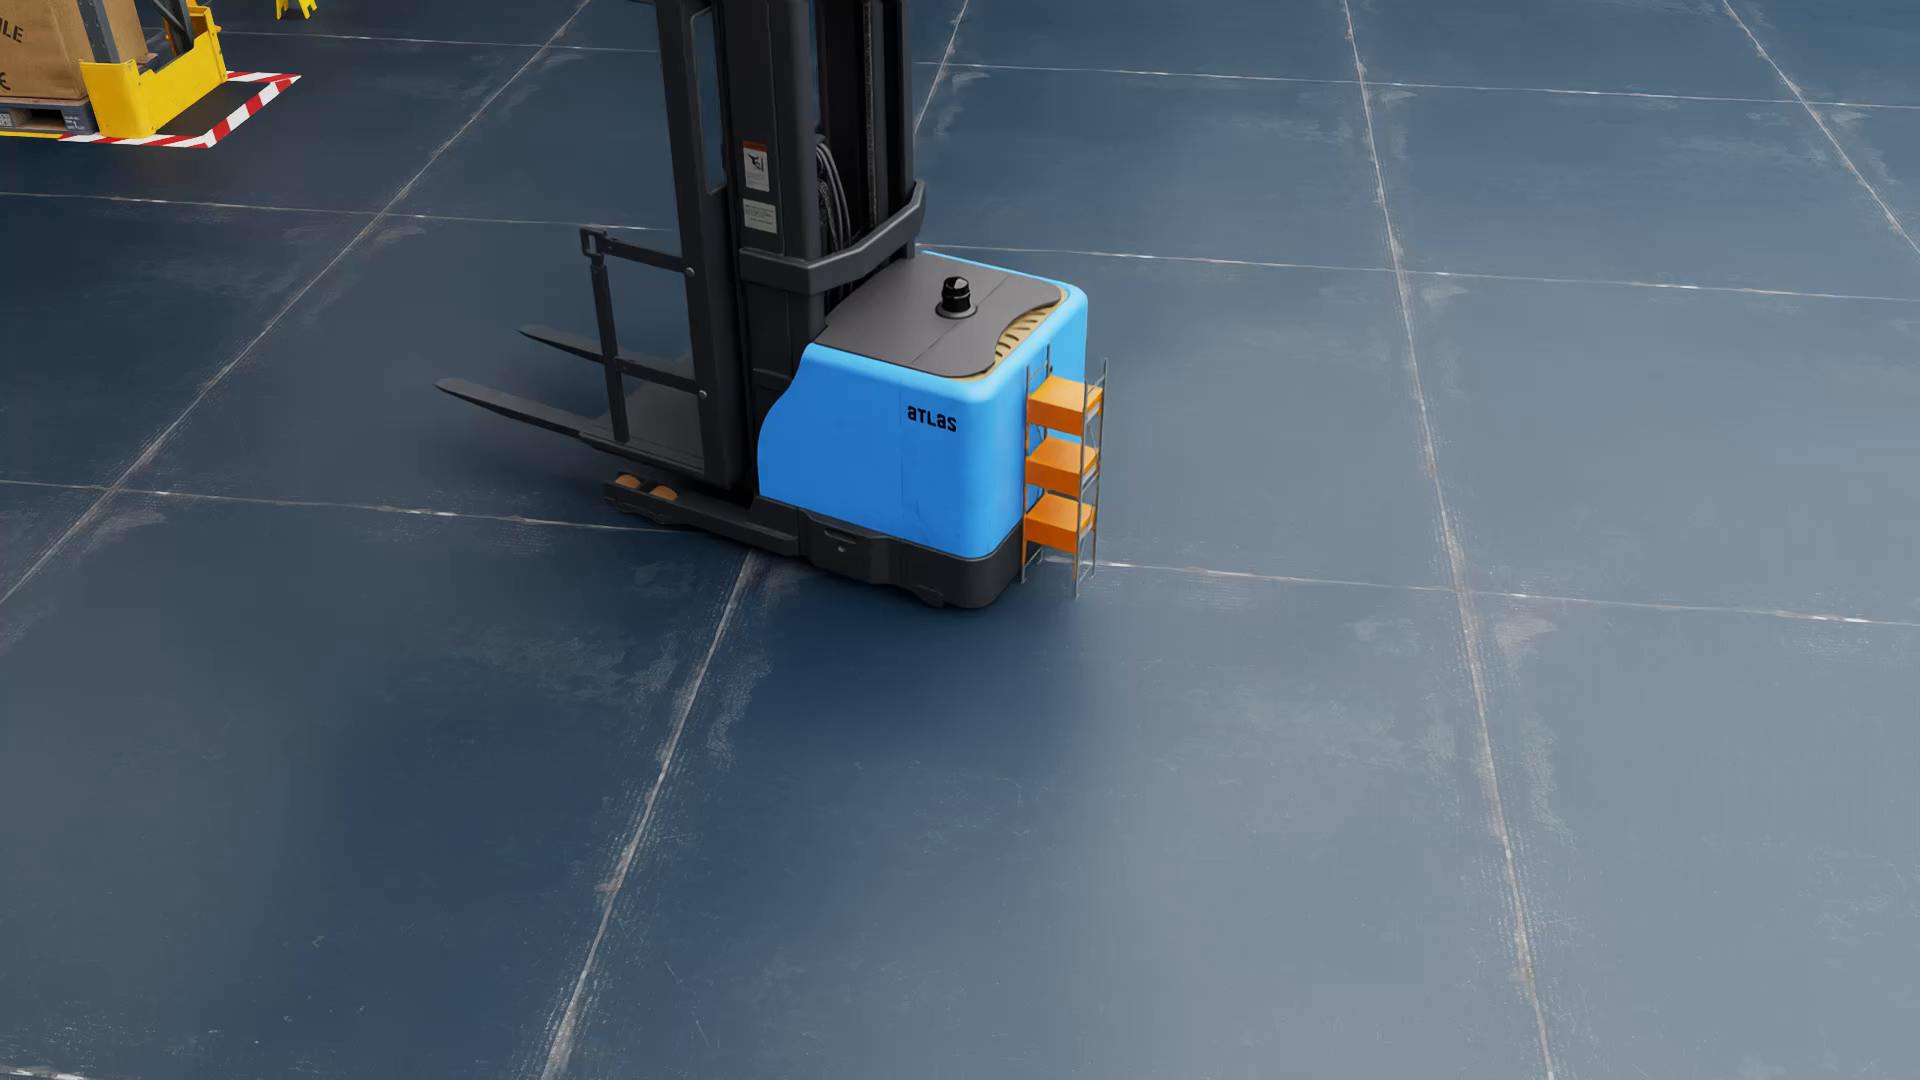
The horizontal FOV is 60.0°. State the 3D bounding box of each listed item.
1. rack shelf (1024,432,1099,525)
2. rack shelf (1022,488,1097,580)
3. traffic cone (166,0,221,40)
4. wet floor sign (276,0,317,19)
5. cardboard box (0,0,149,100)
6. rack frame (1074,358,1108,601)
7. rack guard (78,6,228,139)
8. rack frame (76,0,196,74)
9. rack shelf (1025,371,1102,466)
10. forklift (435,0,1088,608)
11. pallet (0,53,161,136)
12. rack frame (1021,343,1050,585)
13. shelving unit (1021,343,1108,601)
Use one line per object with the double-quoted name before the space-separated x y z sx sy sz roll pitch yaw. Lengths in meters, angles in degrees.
"rack shelf" 0.413 -0.250 6.715 0.240 0.259 0.215 17 39 22
"rack shelf" 0.413 -0.024 6.877 0.240 0.259 0.215 17 39 22
"traffic cone" -5.822 -4.033 12.503 0.334 0.463 0.336 4 36 6
"wet floor sign" -5.195 -4.389 12.844 0.232 0.644 0.267 -2 36 -2
"cardboard box" -6.157 -3.527 11.077 0.875 0.875 0.875 4 36 6
"rack frame" 0.521 -0.226 6.663 0.008 1.050 0.200 17 39 22
"rack guard" -5.452 -3.189 11.288 0.348 0.500 1.175 4 36 6
"rack frame" -5.476 -4.208 10.564 0.127 3.000 1.000 4 36 6
"rack shelf" 0.413 -0.481 6.550 0.240 0.259 0.215 17 39 22
"forklift" -1.004 -1.515 6.850 3.031 2.935 1.130 17 39 22
"pallet" -6.279 -3.087 11.394 1.213 0.211 1.003 4 36 6
"rack frame" 0.305 -0.292 6.755 0.008 1.050 0.200 17 39 22
"shelving unit" 0.413 -0.259 6.709 0.252 1.050 0.215 17 39 22
